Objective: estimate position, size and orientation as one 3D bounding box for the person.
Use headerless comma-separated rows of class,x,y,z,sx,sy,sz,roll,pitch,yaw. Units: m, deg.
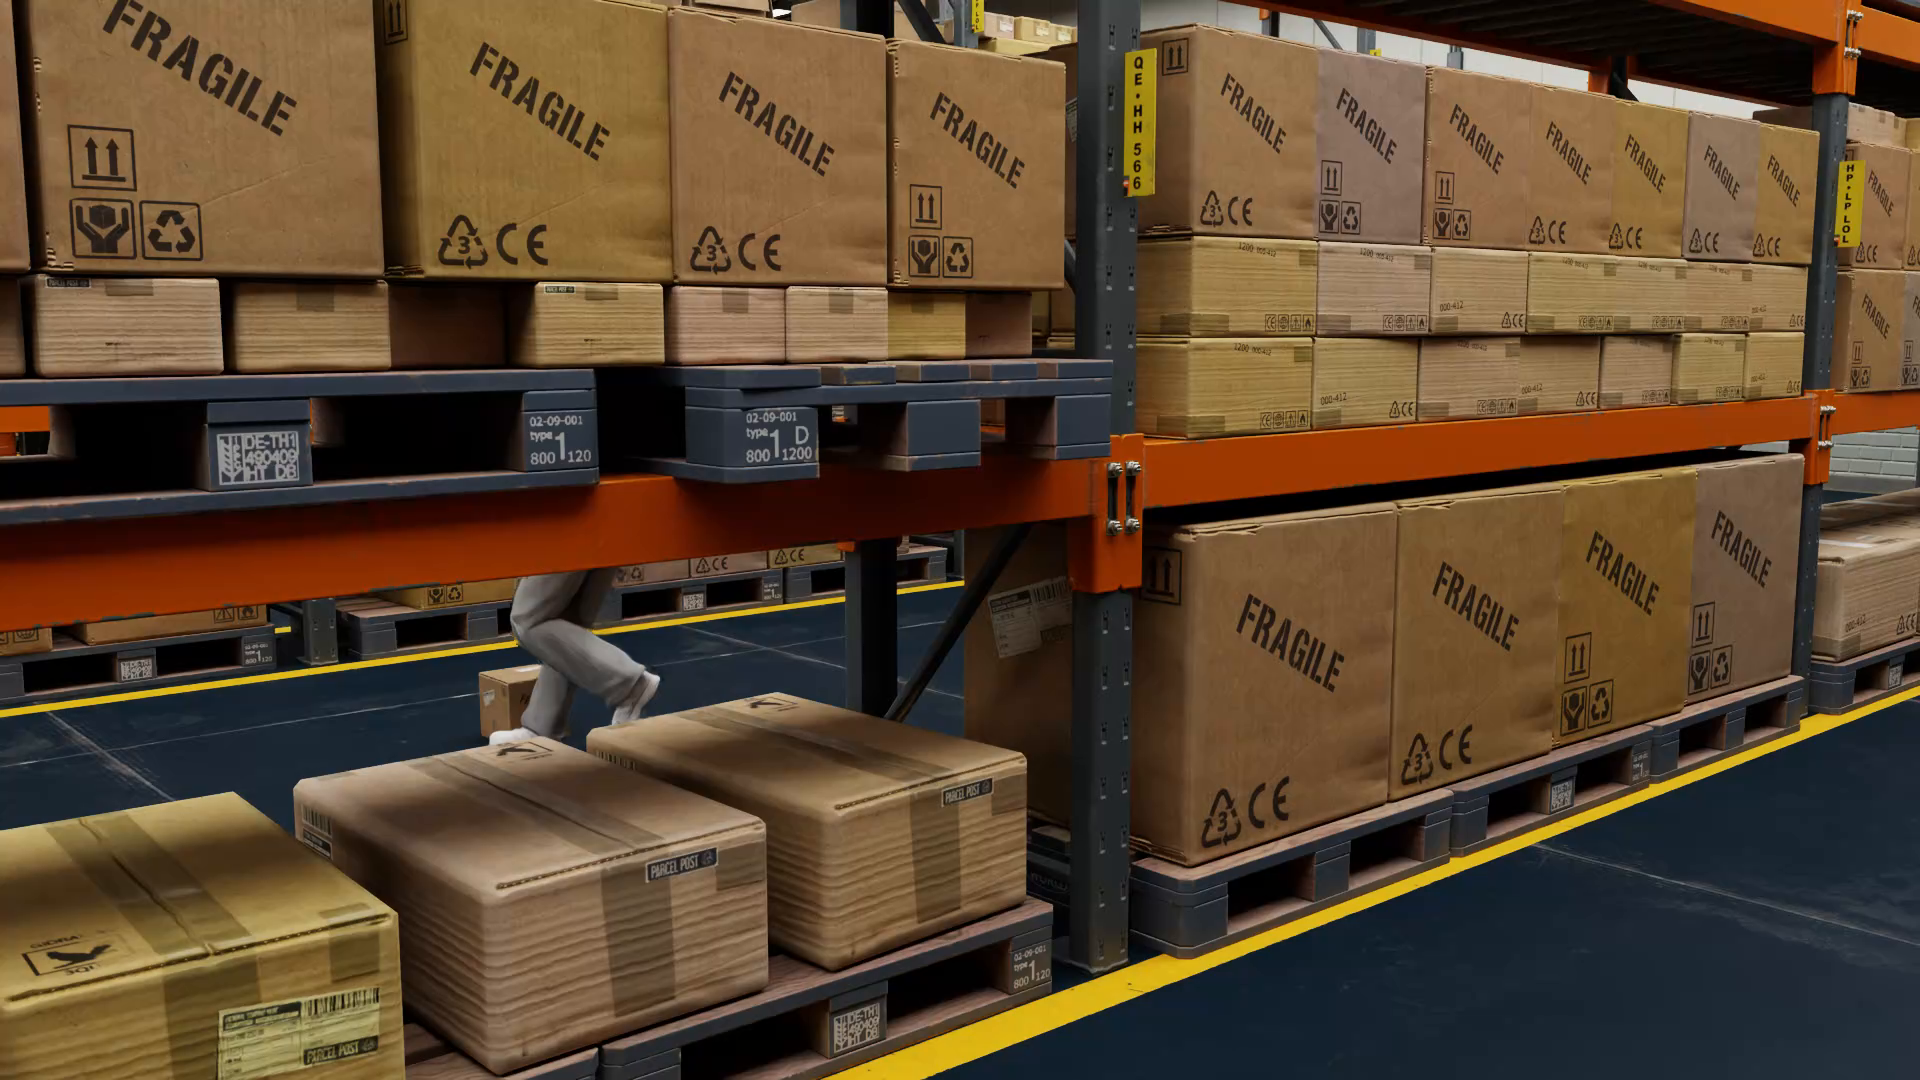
person,-1.402,-0.027,5.986,0.728,1.645,0.517,3,8,20
